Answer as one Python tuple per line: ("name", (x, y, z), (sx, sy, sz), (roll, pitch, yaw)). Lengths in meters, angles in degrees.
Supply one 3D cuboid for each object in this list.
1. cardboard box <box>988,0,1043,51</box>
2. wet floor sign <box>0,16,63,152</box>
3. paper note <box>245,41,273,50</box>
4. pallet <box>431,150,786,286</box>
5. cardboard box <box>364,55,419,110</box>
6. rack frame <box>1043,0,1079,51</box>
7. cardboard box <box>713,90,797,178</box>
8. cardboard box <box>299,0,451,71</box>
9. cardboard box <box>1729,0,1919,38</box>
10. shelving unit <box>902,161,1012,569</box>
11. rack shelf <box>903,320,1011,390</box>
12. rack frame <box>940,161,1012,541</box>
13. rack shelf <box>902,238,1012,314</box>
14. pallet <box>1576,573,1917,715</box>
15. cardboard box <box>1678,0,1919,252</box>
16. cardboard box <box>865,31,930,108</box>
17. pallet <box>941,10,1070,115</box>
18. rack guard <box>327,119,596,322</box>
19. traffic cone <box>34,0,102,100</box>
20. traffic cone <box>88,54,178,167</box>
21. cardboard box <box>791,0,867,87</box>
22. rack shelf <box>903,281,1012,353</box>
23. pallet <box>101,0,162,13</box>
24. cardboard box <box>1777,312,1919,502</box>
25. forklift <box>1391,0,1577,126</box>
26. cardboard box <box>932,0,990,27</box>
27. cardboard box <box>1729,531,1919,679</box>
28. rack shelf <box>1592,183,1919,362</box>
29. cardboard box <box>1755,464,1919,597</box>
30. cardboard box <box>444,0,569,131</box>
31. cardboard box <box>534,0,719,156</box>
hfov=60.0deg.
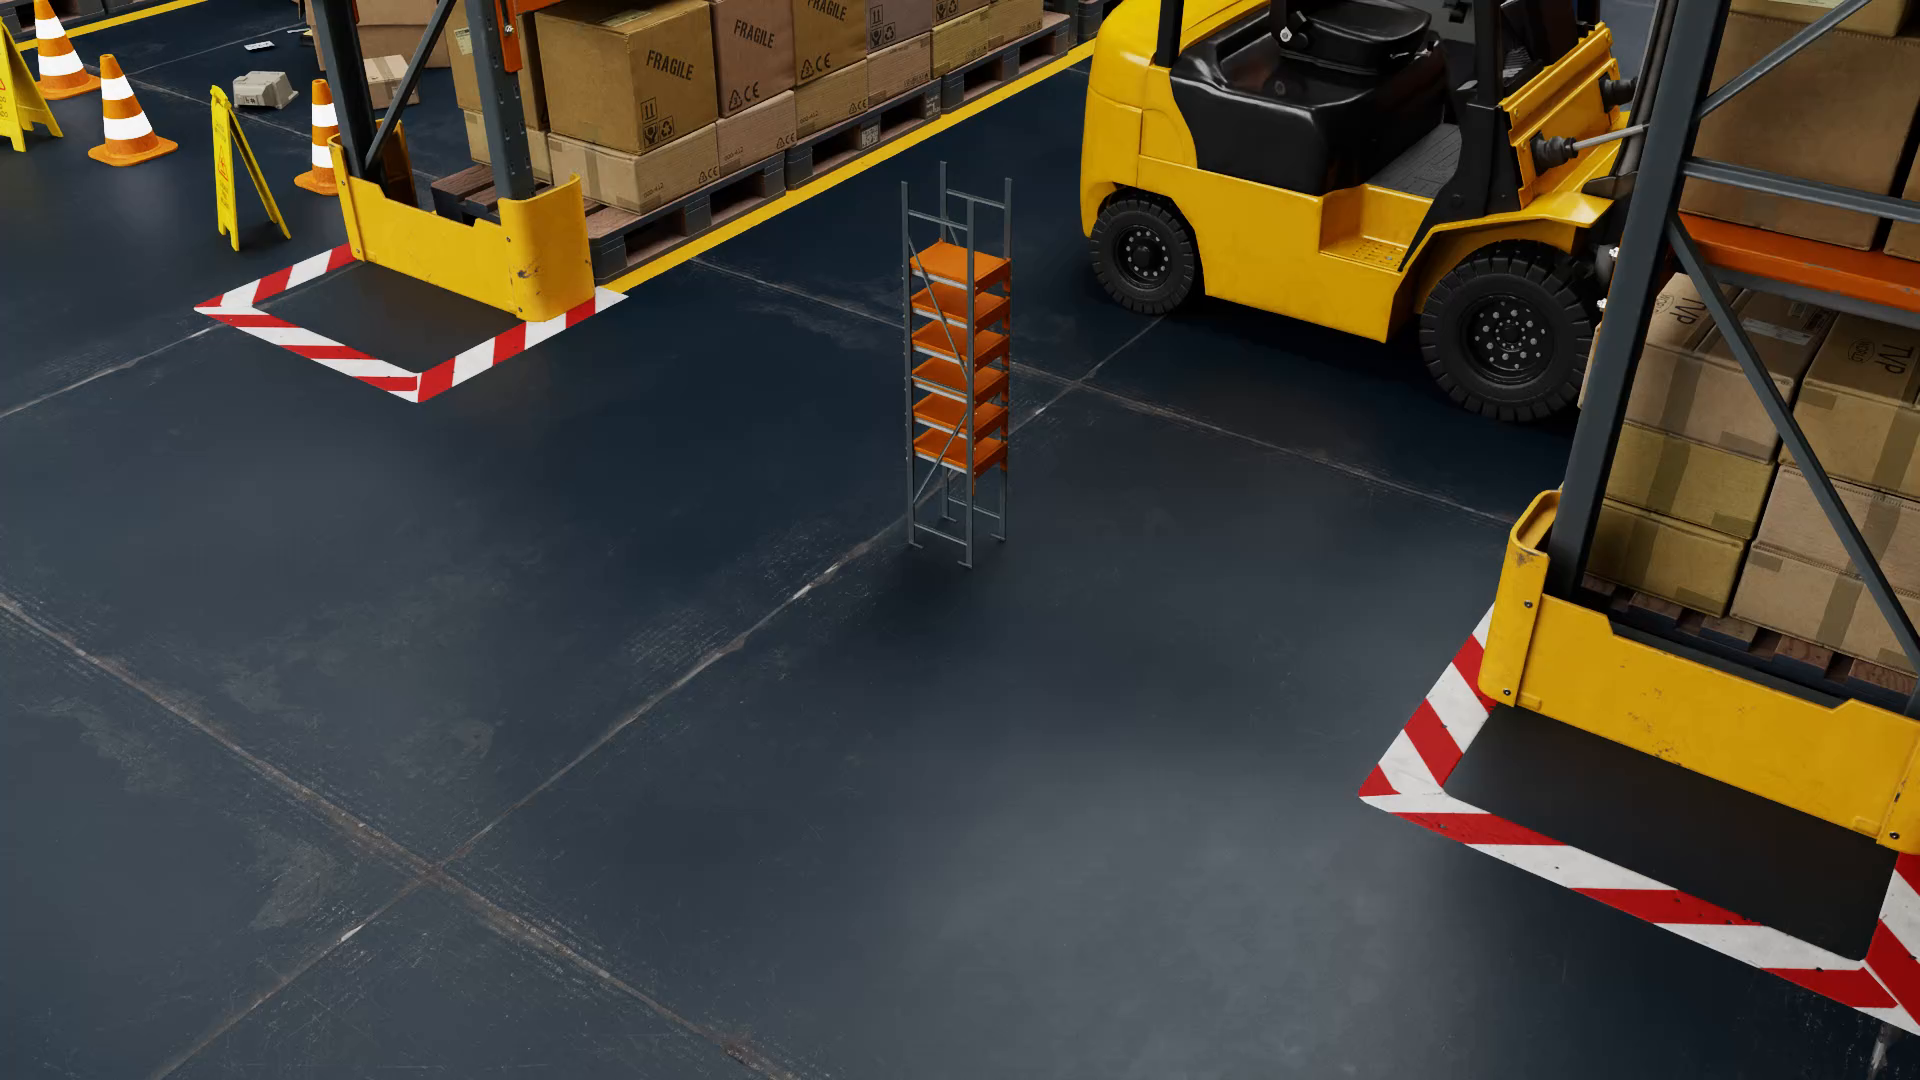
("cardboard box", (0.098, -2.829, 8.835), (0.500, 0.250, 0.500), (23, 40, 30))
("wet floor sign", (-4.581, -2.224, 7.963), (0.267, 0.644, 0.232), (14, 37, 20))
("paper note", (-3.926, -2.775, 9.327), (0.142, 0.017, 0.144), (-22, 40, -29))
("pallet", (-1.531, -1.553, 7.358), (1.003, 0.211, 1.213), (21, 39, 28))
("cardboard box", (-2.979, -2.378, 8.633), (0.250, 0.149, 0.380), (-15, 37, -21))
("rack frame", (0.214, -4.152, 8.711), (1.000, 3.000, 0.127), (21, 39, 28))
("cardboard box", (-1.082, -1.861, 7.404), (0.500, 0.250, 0.500), (23, 40, 30))
("cardboard box", (-3.145, -2.894, 9.080), (0.797, 0.503, 0.637), (-3, 34, -4))
("cardboard box", (1.981, -1.286, 3.806), (0.380, 0.149, 0.250), (22, 40, 29))
("shelving unit", (-0.008, -0.490, 4.904), (0.258, 1.200, 0.189), (21, 39, 28))
("rack shelf", (-0.008, -0.553, 4.862), (0.258, 0.103, 0.180), (21, 39, 28))
("rack frame", (0.044, -0.532, 4.966), (0.240, 1.200, 0.006), (21, 39, 28))
("rack shelf", (-0.008, -0.752, 4.727), (0.258, 0.103, 0.180), (21, 39, 28))
("pallet", (2.415, 0.063, 4.969), (1.003, 0.211, 1.213), (21, 39, 28))
("cardboard box", (2.078, -1.079, 4.078), (0.500, 0.500, 0.500), (20, 39, 27))
("cardboard box", (-0.491, -2.348, 8.124), (0.500, 0.250, 0.500), (22, 40, 29))
("pallet", (-0.140, -2.676, 9.019), (1.003, 0.211, 1.213), (21, 39, 28))
("rack guard", (-2.023, -1.310, 6.741), (1.175, 0.500, 0.348), (21, 39, 28))
("traffic cone", (-4.722, -2.585, 8.660), (0.336, 0.463, 0.334), (21, 39, 28))
("traffic cone", (-3.987, -2.068, 7.895), (0.336, 0.463, 0.334), (21, 39, 28))
("cardboard box", (-0.779, -2.421, 7.562), (0.500, 0.500, 0.500), (22, 40, 29))
("rack shelf", (-0.008, -0.652, 4.794), (0.258, 0.103, 0.180), (21, 39, 28))
("pallet", (-5.103, -3.642, 10.447), (1.003, 0.211, 1.213), (21, 39, 28))
("cardboard box", (2.443, -0.337, 4.257), (0.500, 0.250, 0.500), (21, 39, 28))
("forklift", (2.187, -3.379, 7.630), (1.130, 2.935, 3.031), (21, 40, 28))
("cardboard box", (-0.191, -2.904, 8.277), (0.500, 0.500, 0.500), (22, 40, 29))
("cardboard box", (2.454, 0.075, 4.542), (0.500, 0.250, 0.500), (21, 40, 28))
("rack shelf", (3.153, -1.349, 5.210), (1.077, 0.370, 4.000), (21, 39, 28))
("cardboard box", (2.452, -0.119, 4.382), (0.500, 0.250, 0.500), (22, 40, 29))
("cardboard box", (-1.824, -2.108, 7.100), (0.500, 0.500, 0.500), (22, 40, 28))
("cardboard box", (-1.367, -1.950, 6.867), (0.500, 0.500, 0.500), (20, 39, 27))
